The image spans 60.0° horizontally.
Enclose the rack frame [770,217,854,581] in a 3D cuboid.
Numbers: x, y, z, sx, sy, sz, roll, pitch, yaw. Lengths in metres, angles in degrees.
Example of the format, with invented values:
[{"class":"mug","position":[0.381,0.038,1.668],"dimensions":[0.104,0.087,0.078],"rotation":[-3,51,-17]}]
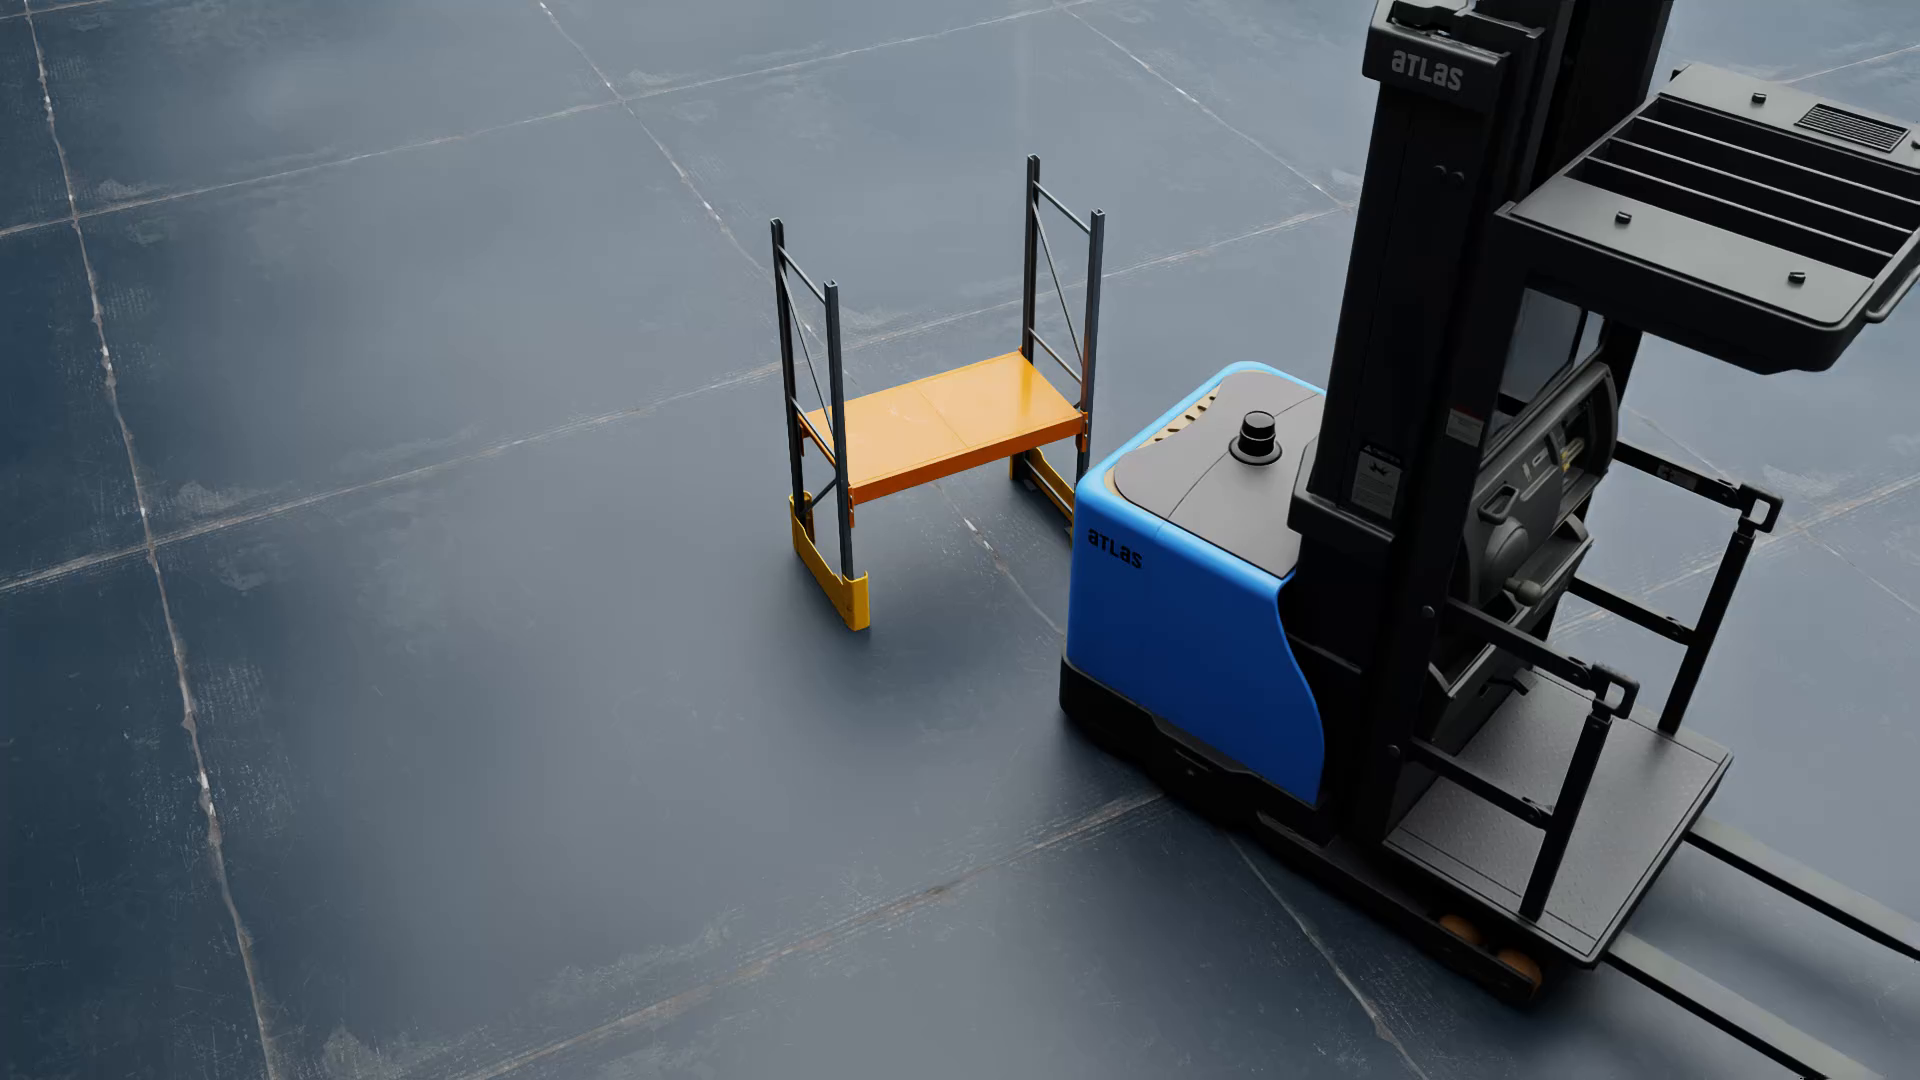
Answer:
[{"class":"rack frame","position":[-0.527,-0.395,6.056],"dimensions":[0.032,1.500,0.500],"rotation":[-19,44,-21]}]

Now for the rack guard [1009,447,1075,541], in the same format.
[{"class":"rack guard","position":[0.374,-0.221,6.818],"dimensions":[0.087,0.250,0.587],"rotation":[-19,44,-21]}]

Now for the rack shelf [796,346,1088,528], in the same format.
[{"class":"rack shelf","position":[-0.076,-0.410,6.352],"dimensions":[1.000,0.185,0.538],"rotation":[-19,44,-21]}]

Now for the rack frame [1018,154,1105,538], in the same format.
[{"class":"rack frame","position":[0.375,-0.699,6.415],"dimensions":[0.032,1.500,0.500],"rotation":[-19,44,-21]}]

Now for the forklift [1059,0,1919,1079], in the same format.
[{"class":"forklift","position":[1.799,-0.095,4.593],"dimensions":[3.031,2.935,1.130],"rotation":[29,48,30]}]

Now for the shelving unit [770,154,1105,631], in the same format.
[{"class":"shelving unit","position":[-0.068,-0.550,6.239],"dimensions":[1.083,1.500,0.587],"rotation":[-19,44,-21]}]

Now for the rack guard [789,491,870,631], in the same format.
[{"class":"rack guard","position":[-0.509,0.076,6.467],"dimensions":[0.087,0.250,0.587],"rotation":[-19,44,-21]}]
